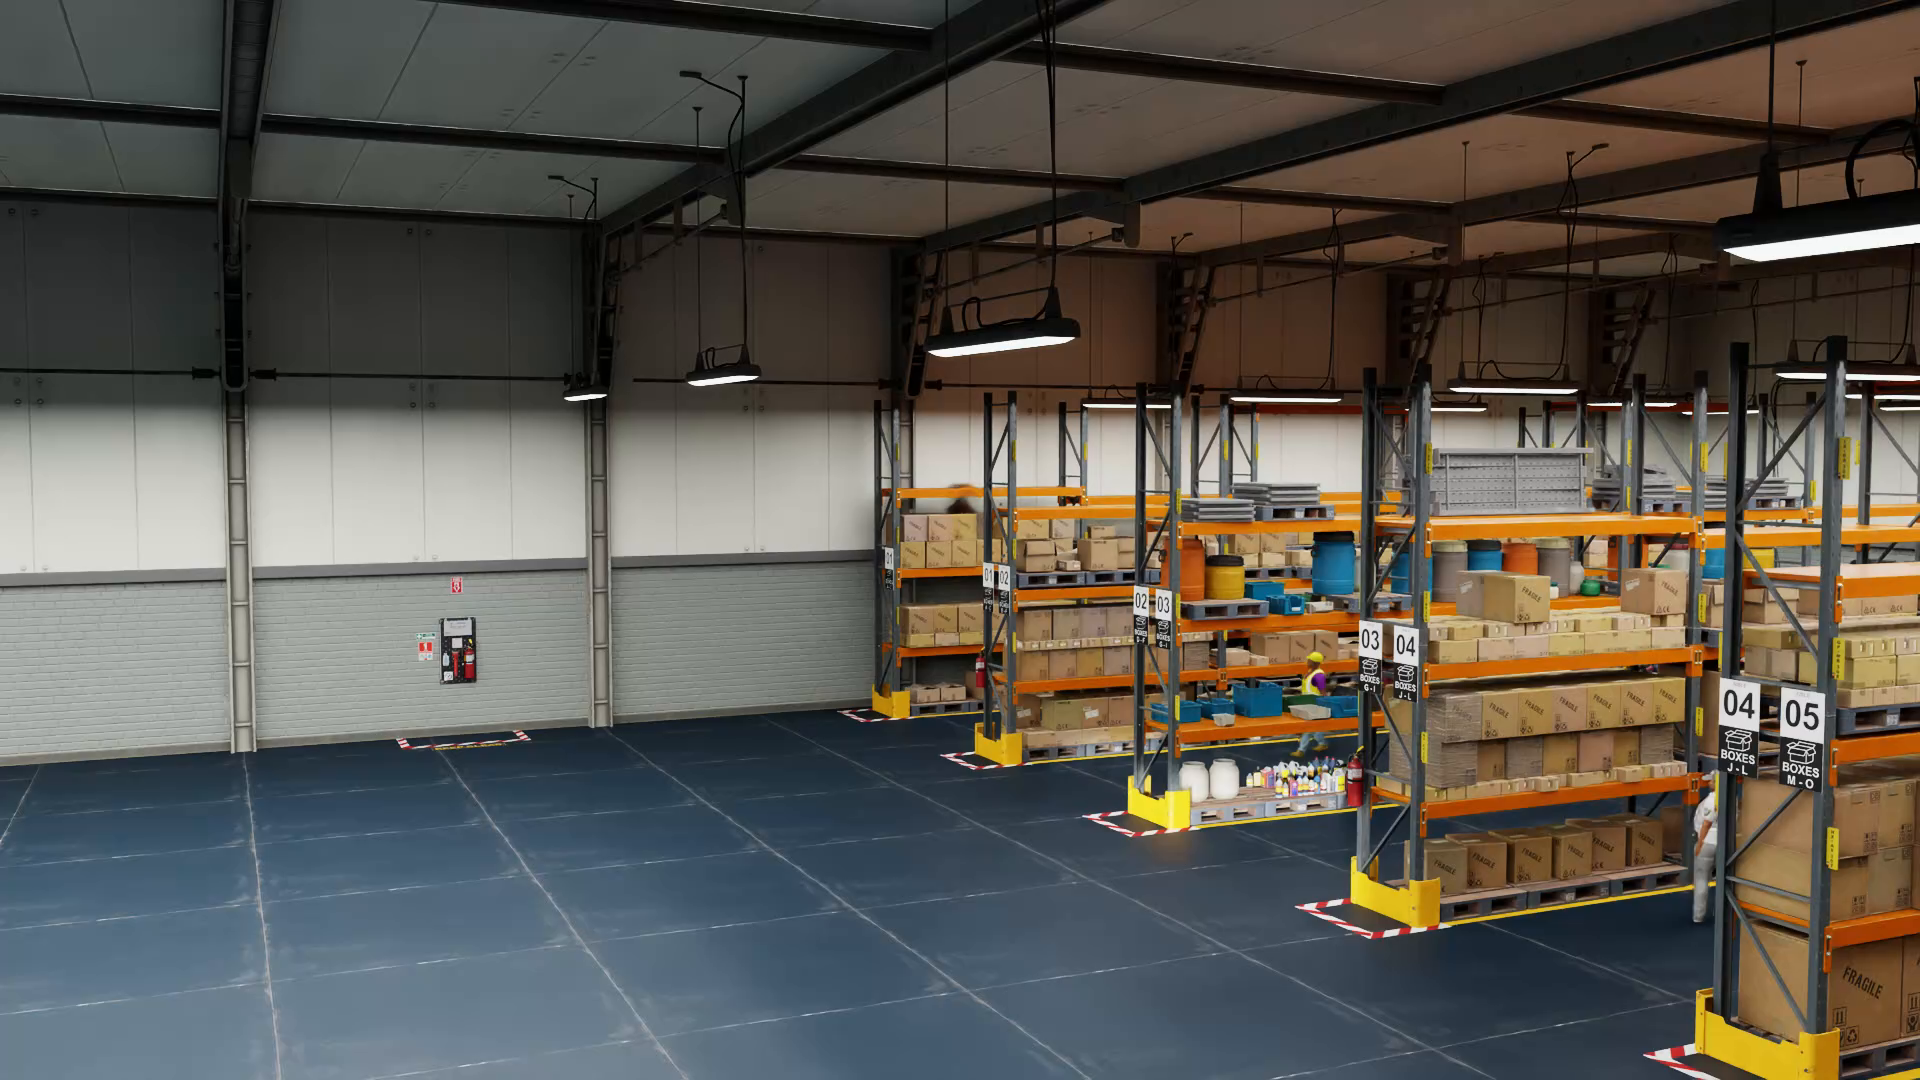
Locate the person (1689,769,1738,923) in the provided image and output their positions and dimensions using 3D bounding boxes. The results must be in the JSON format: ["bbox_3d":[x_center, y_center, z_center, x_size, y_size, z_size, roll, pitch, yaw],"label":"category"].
[{"bbox_3d":[8.129,3.296,17.941,0.502,1.675,0.408,-1,3,-14],"label":"person"}]

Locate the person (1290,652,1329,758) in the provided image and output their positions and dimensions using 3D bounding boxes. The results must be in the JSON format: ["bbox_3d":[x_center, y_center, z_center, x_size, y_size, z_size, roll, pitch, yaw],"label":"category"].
[{"bbox_3d":[5.755,2.702,27.437,0.997,1.726,0.703,-2,4,-30],"label":"person"}]
